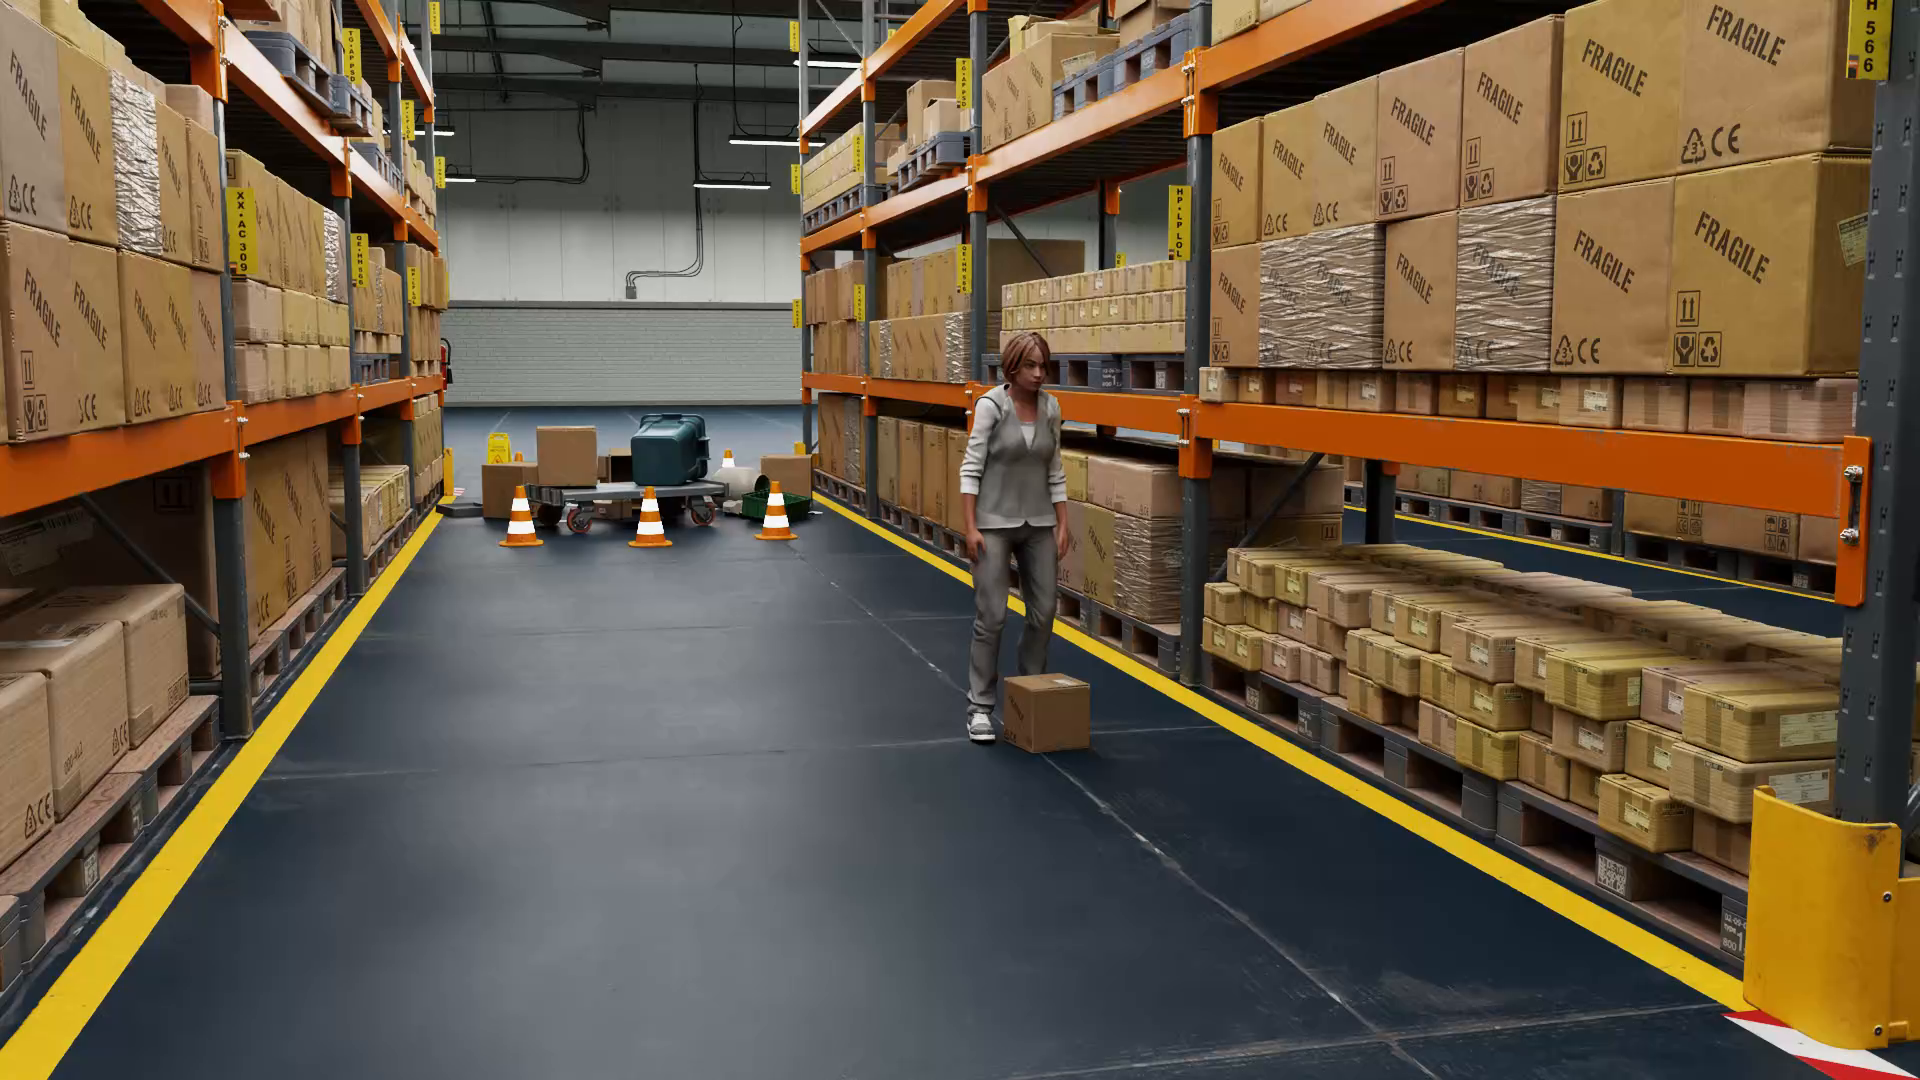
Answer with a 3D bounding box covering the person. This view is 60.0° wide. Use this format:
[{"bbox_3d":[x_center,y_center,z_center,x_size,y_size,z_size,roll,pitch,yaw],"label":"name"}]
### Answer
[{"bbox_3d":[0.220,-0.016,6.578,0.461,1.581,0.345,-3,7,-23],"label":"person"}]
